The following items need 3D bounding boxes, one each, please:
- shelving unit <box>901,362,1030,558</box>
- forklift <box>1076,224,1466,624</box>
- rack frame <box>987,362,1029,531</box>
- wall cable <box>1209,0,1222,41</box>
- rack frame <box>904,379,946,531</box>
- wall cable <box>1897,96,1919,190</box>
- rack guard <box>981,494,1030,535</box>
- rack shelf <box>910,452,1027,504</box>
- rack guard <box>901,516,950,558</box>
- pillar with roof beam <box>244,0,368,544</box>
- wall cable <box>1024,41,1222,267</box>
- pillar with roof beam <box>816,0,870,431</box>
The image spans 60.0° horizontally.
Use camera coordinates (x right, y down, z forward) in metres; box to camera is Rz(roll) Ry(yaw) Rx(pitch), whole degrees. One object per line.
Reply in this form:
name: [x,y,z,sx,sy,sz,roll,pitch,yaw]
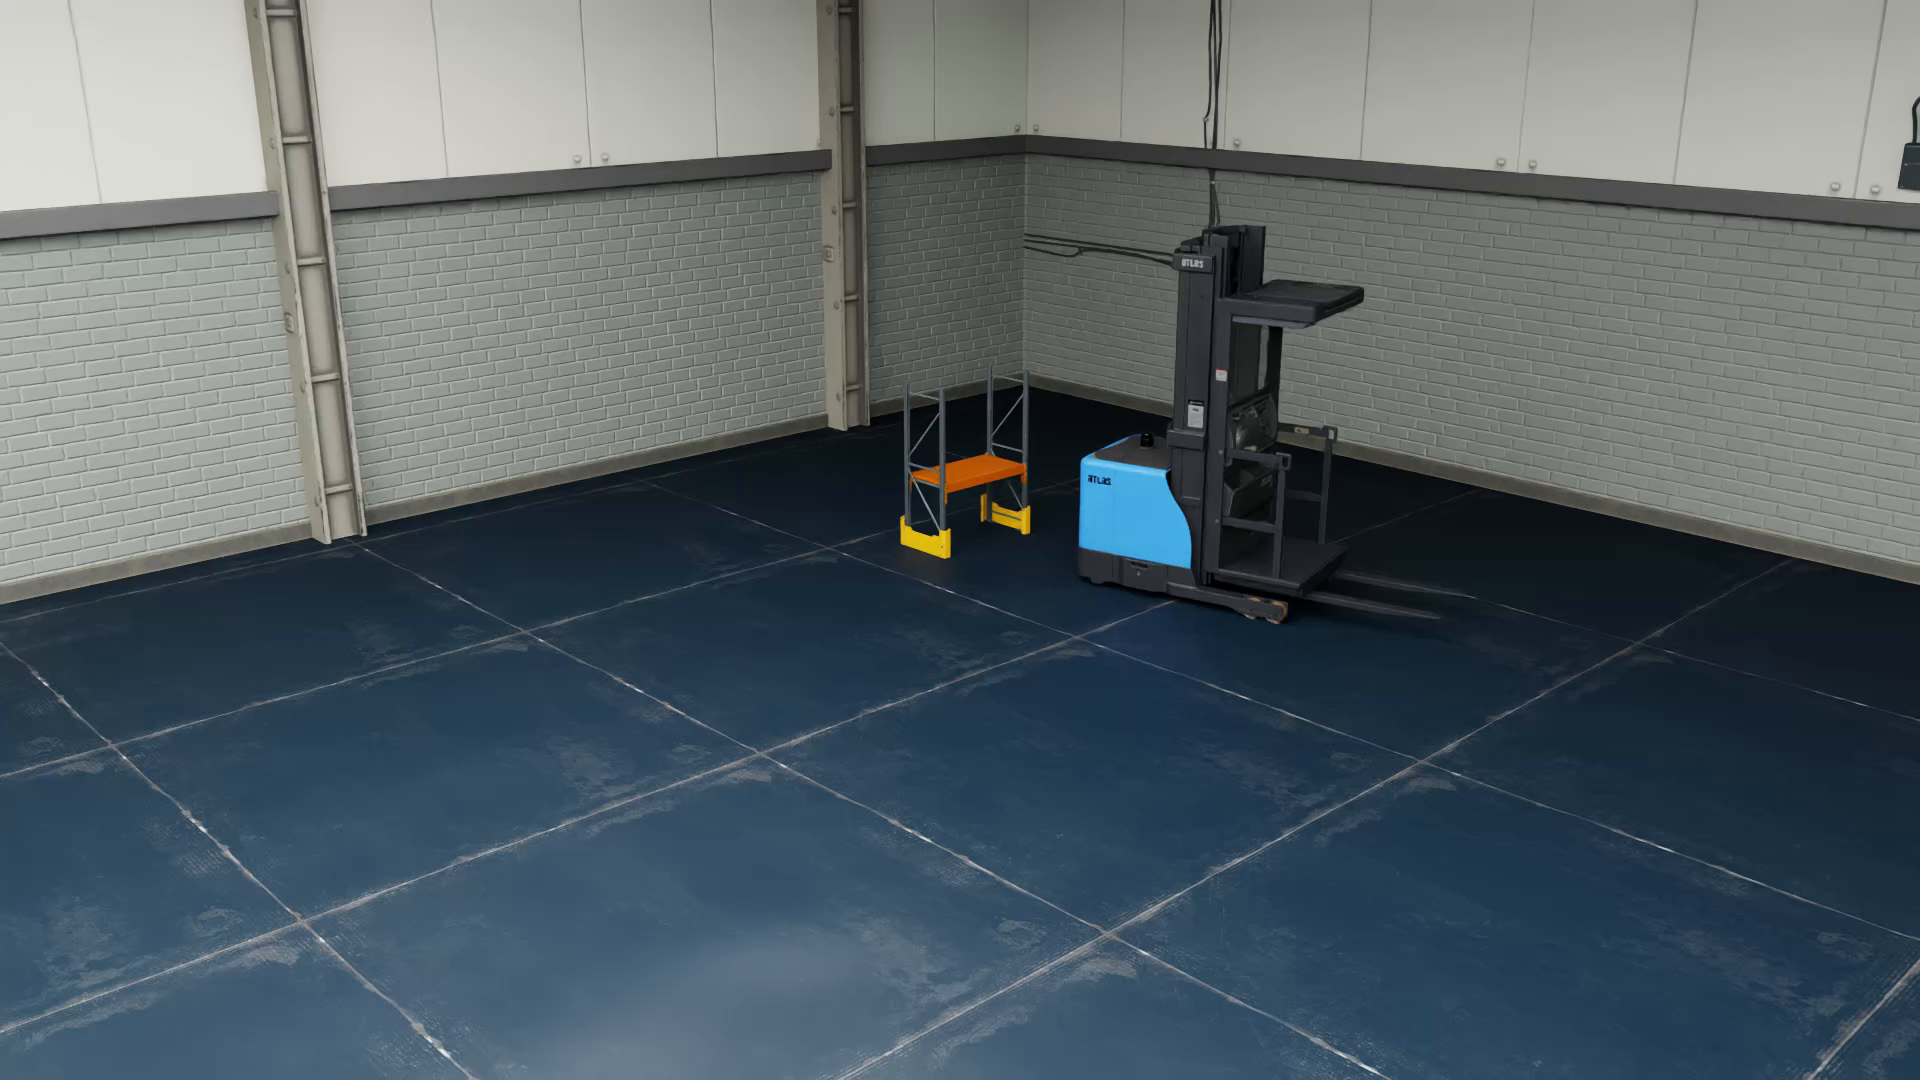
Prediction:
shelving unit: [0.055,-0.730,14.803,1.083,1.500,0.587,-16,24,-41]
forklift: [2.493,-0.929,13.098,3.031,2.935,1.130,11,21,30]
rack frame: [0.431,-0.839,15.141,0.032,1.500,0.500,-16,24,-41]
wall cable: [3.634,-6.237,16.476,0.112,2.526,3.097,-16,24,-41]
rack frame: [-0.307,-0.624,14.477,0.032,1.500,0.500,-16,24,-41]
wall cable: [8.286,-5.405,11.550,0.169,6.003,2.305,-16,24,-41]
rack guard: [0.417,-0.241,15.321,0.087,0.250,0.587,-16,24,-41]
rack shelf: [0.062,-0.560,14.865,1.000,0.185,0.538,-16,24,-41]
rack guard: [-0.306,-0.030,14.670,0.087,0.250,0.587,-16,24,-41]
pillar with roof beam: [-2.676,-3.354,10.738,0.400,9.000,9.100,-16,24,-41]
wall cable: [1.775,-4.441,19.125,0.112,2.526,3.097,-16,24,-41]
pillar with roof beam: [1.683,-4.625,14.659,0.400,9.000,9.100,-16,24,-41]
